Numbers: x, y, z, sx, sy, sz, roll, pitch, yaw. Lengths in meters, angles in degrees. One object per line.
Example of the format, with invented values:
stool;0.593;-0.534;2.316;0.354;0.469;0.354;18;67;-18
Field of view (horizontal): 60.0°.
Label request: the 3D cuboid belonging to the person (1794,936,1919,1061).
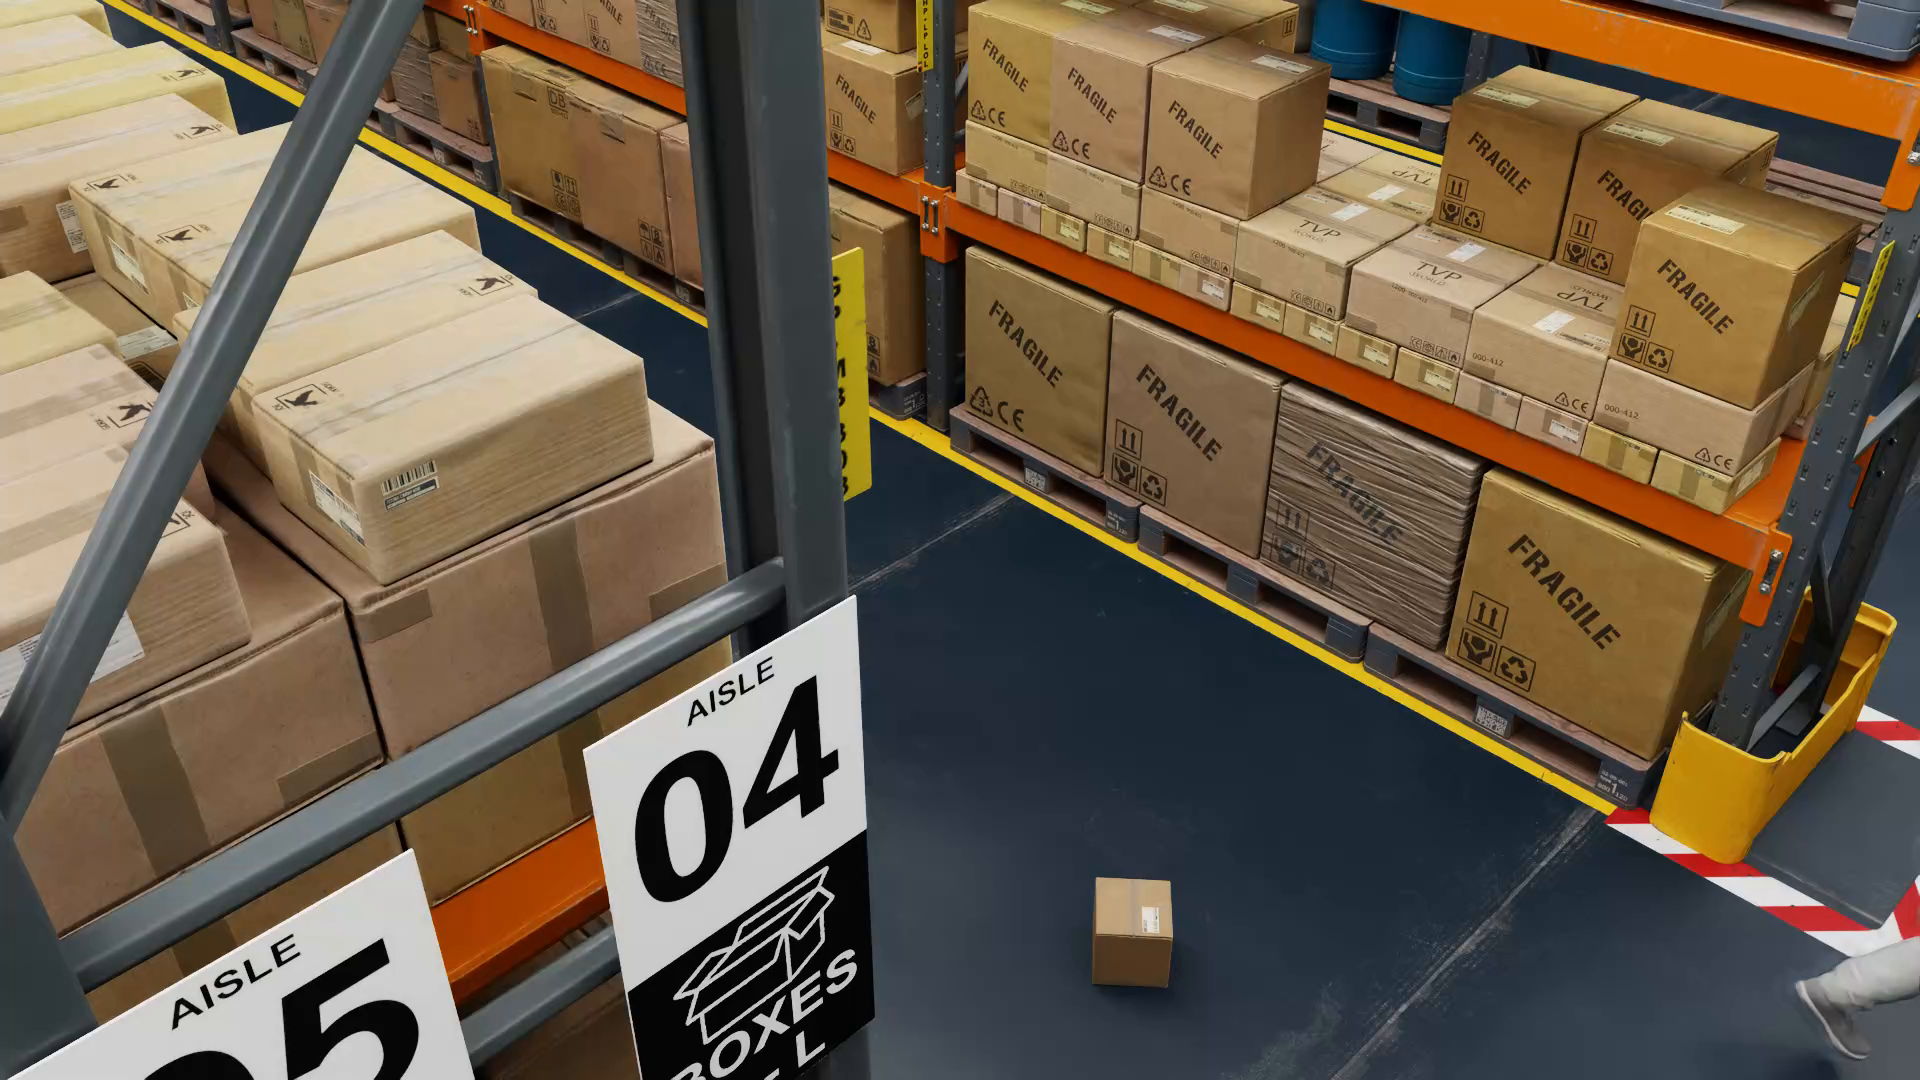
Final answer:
person;2.989;0.985;4.728;0.783;1.726;0.551;4;35;5
